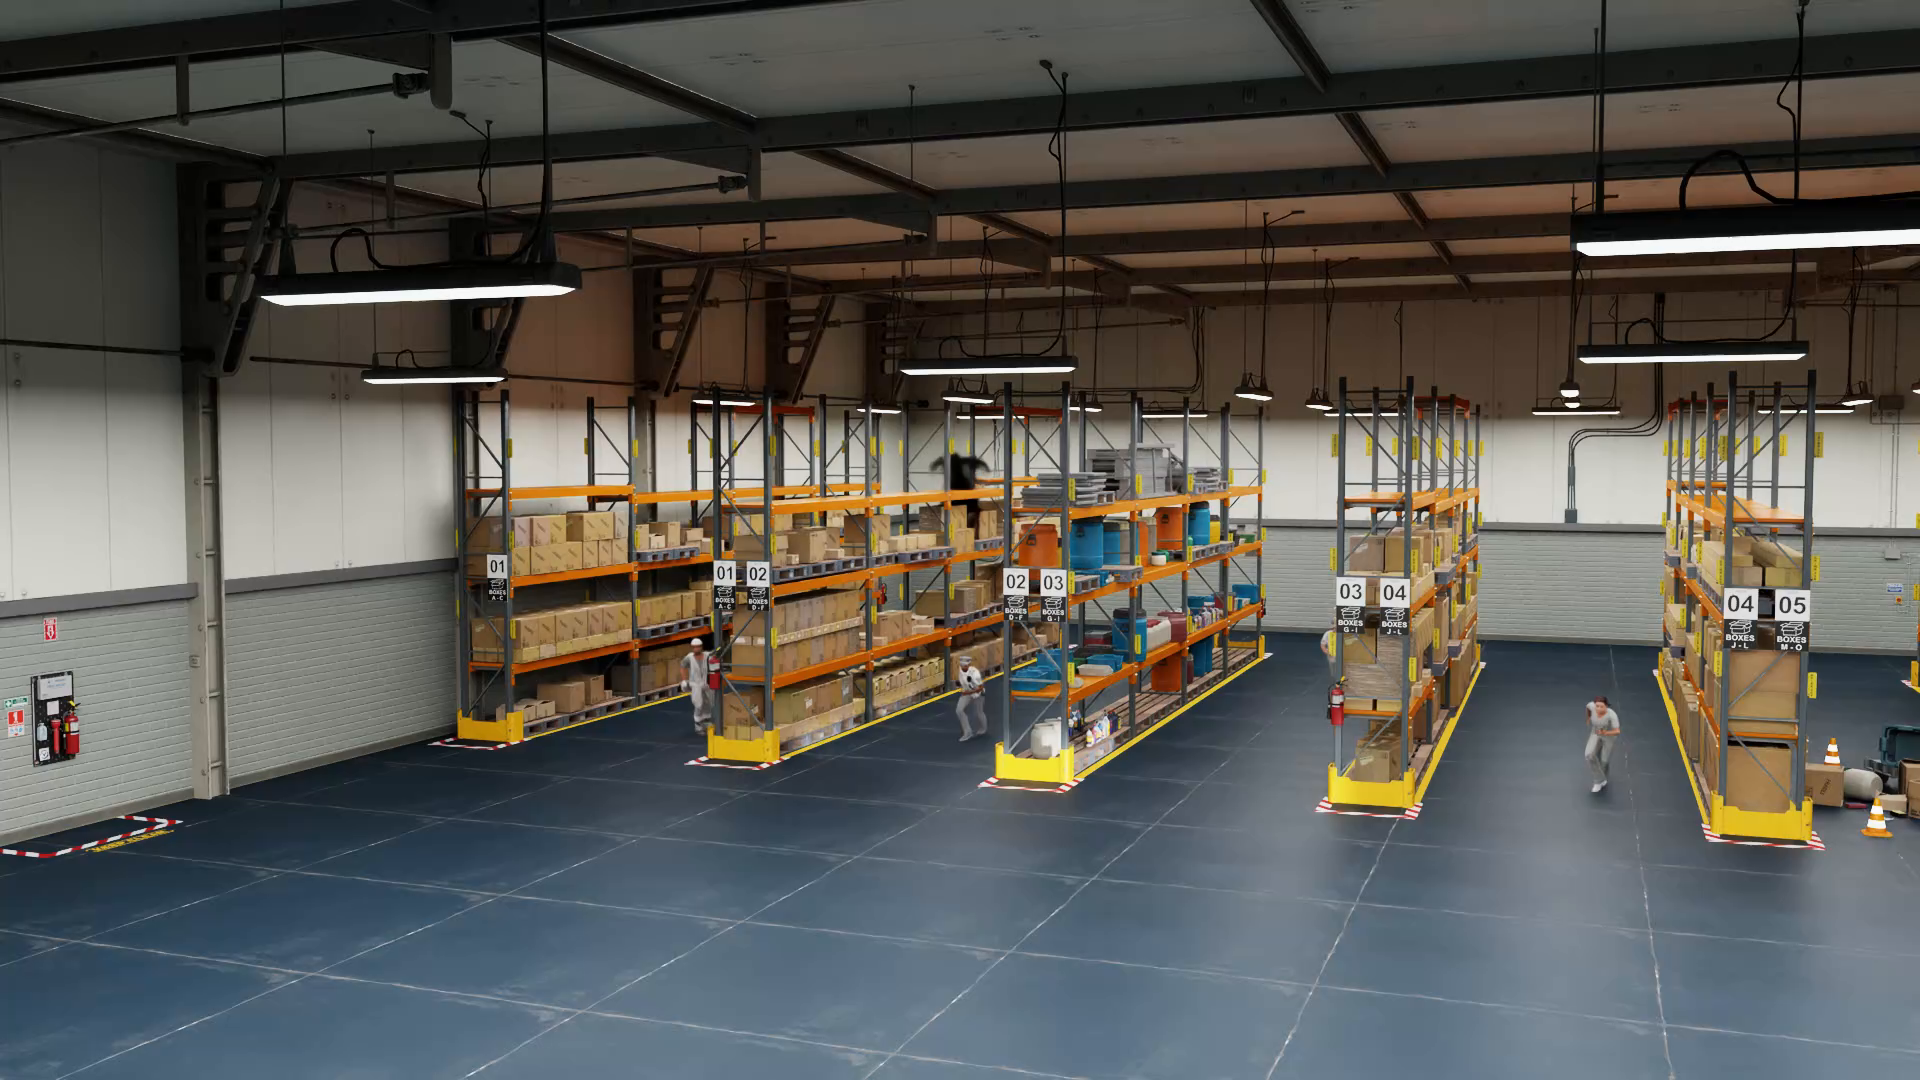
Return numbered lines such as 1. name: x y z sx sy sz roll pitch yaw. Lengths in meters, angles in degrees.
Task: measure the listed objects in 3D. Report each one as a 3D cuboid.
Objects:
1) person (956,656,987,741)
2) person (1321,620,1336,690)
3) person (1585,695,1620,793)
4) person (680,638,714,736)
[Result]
1. person: 0.250 2.671 28.470 0.581 1.457 1.079 2 4 30
2. person: 7.428 2.393 32.605 0.705 1.721 1.026 1 3 14
3. person: 9.447 2.948 24.393 0.557 1.457 1.109 2 4 33
4. person: -4.516 2.565 29.084 0.659 1.728 0.792 -2 4 -27
